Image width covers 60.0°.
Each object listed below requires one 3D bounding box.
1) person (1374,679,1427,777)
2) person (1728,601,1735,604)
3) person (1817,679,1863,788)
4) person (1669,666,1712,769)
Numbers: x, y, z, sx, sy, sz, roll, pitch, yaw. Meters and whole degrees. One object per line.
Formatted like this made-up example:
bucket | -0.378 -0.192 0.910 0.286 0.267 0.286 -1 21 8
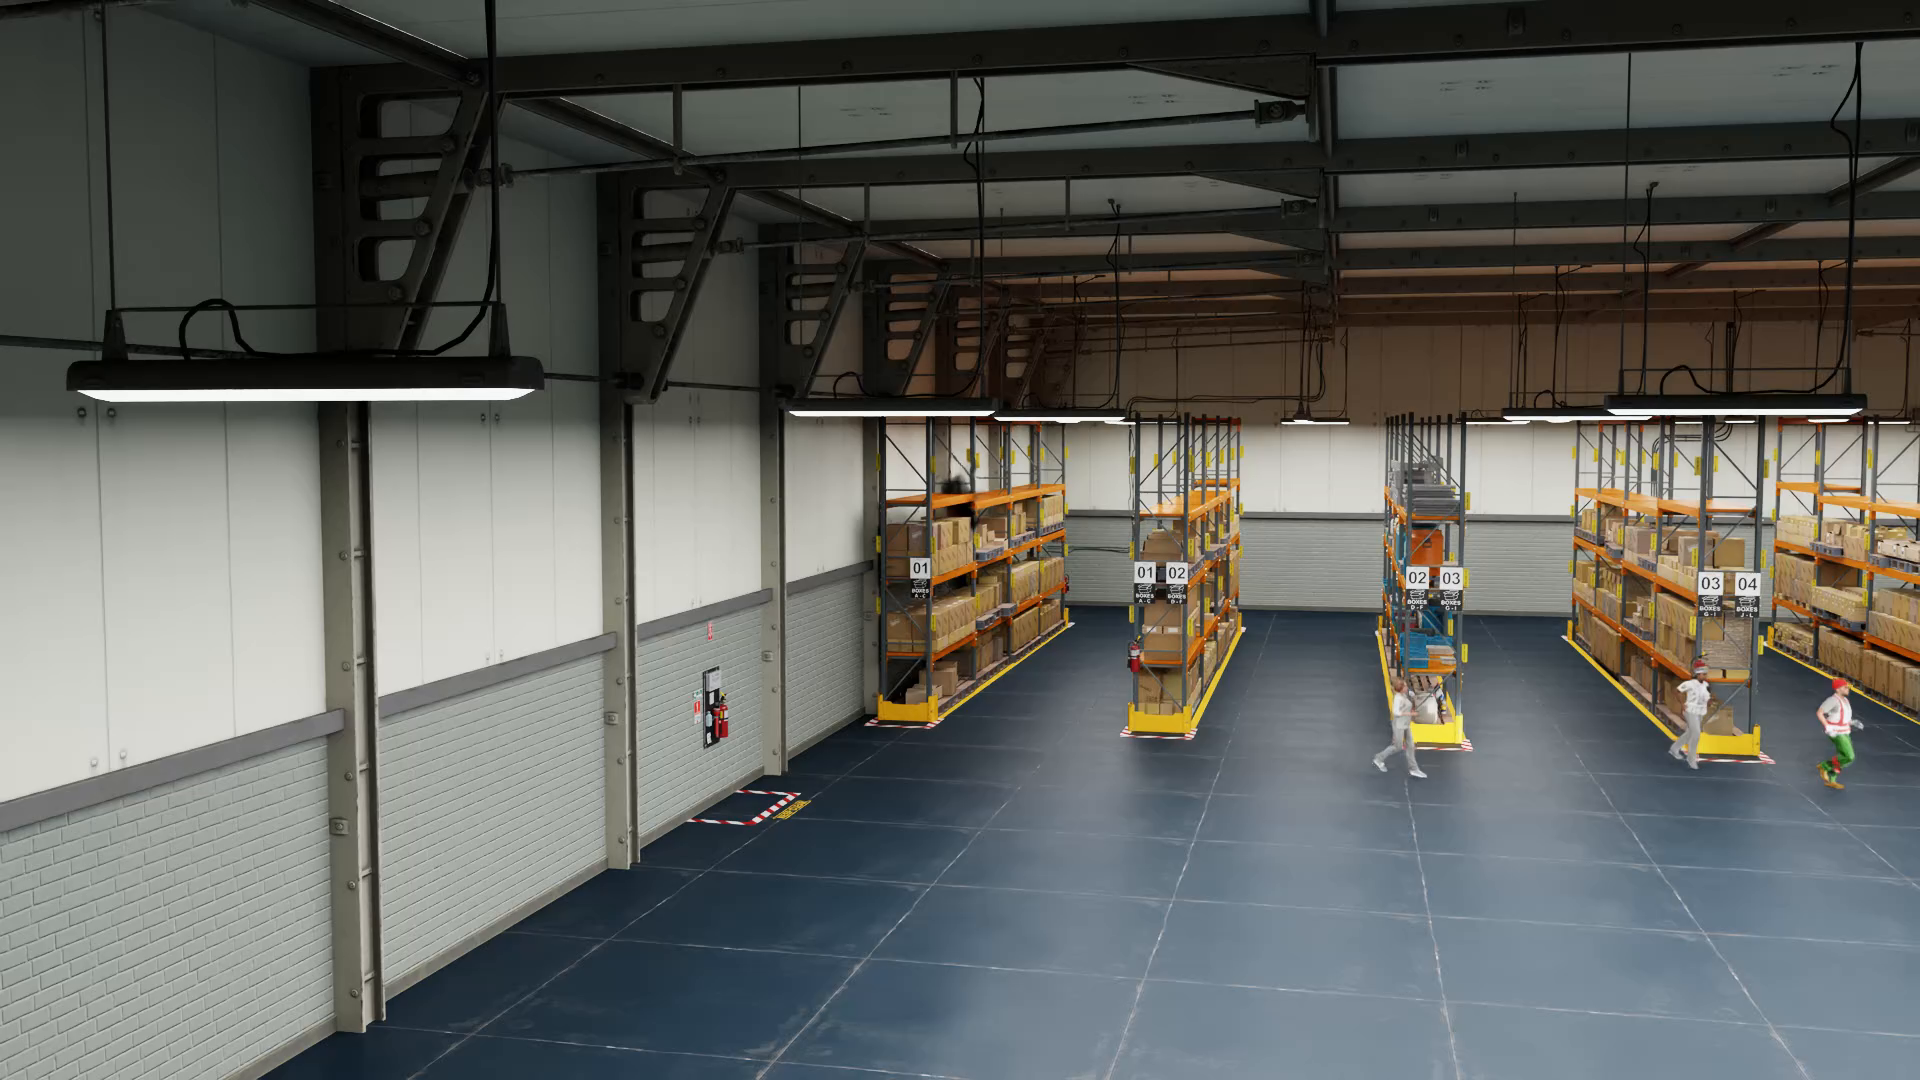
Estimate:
person | 7.198 3.056 27.140 0.873 1.580 0.545 3 5 34
person | 19.771 2.024 42.568 0.607 1.629 0.521 1 4 19
person | 13.962 3.069 26.361 0.668 1.743 0.594 -3 5 -41
person | 12.480 2.991 28.340 0.635 1.728 0.773 -2 4 -24
